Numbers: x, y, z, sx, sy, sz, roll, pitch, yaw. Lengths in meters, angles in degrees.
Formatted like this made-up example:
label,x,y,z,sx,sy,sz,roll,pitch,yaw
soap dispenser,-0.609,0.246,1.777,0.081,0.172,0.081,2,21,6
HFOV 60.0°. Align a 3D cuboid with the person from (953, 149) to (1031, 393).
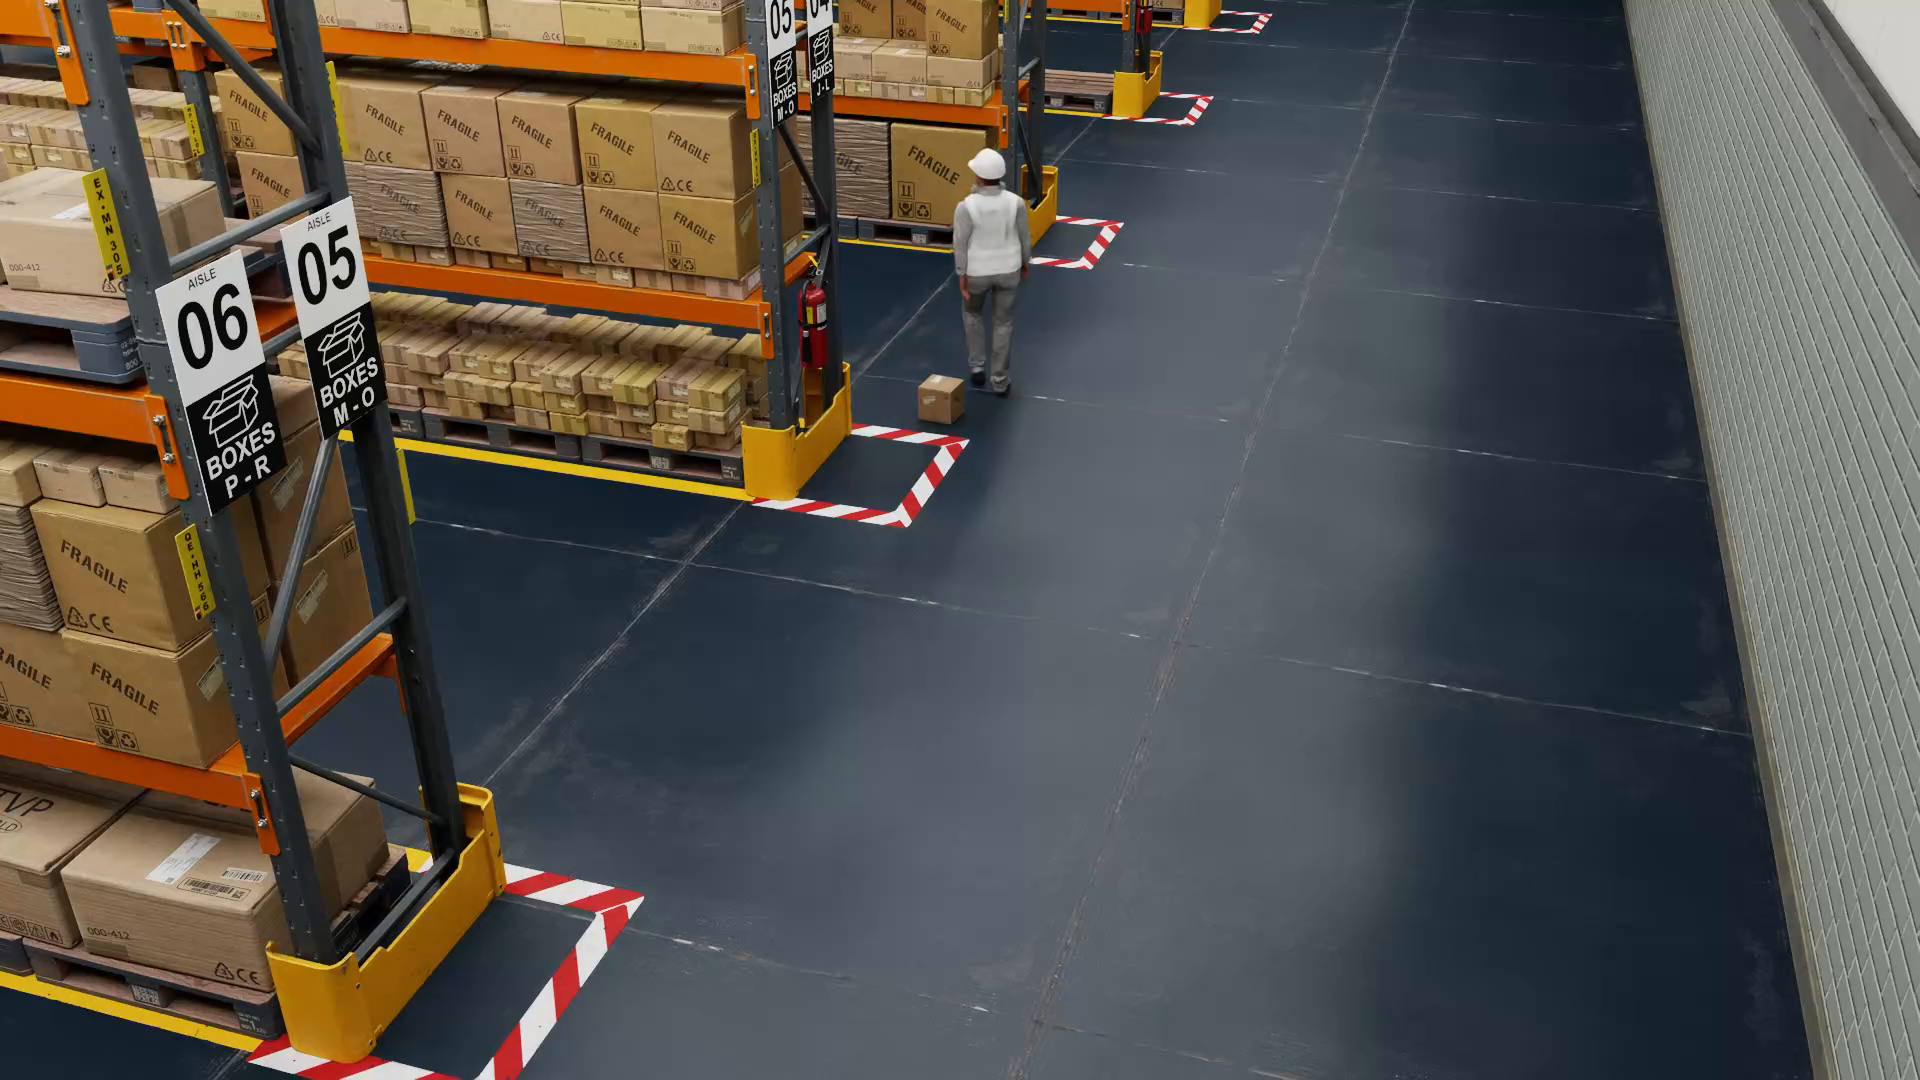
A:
label,x,y,z,sx,sy,sz,roll,pitch,yaw
person,0.227,-1.915,11.976,0.575,1.842,0.555,-2,29,-3
